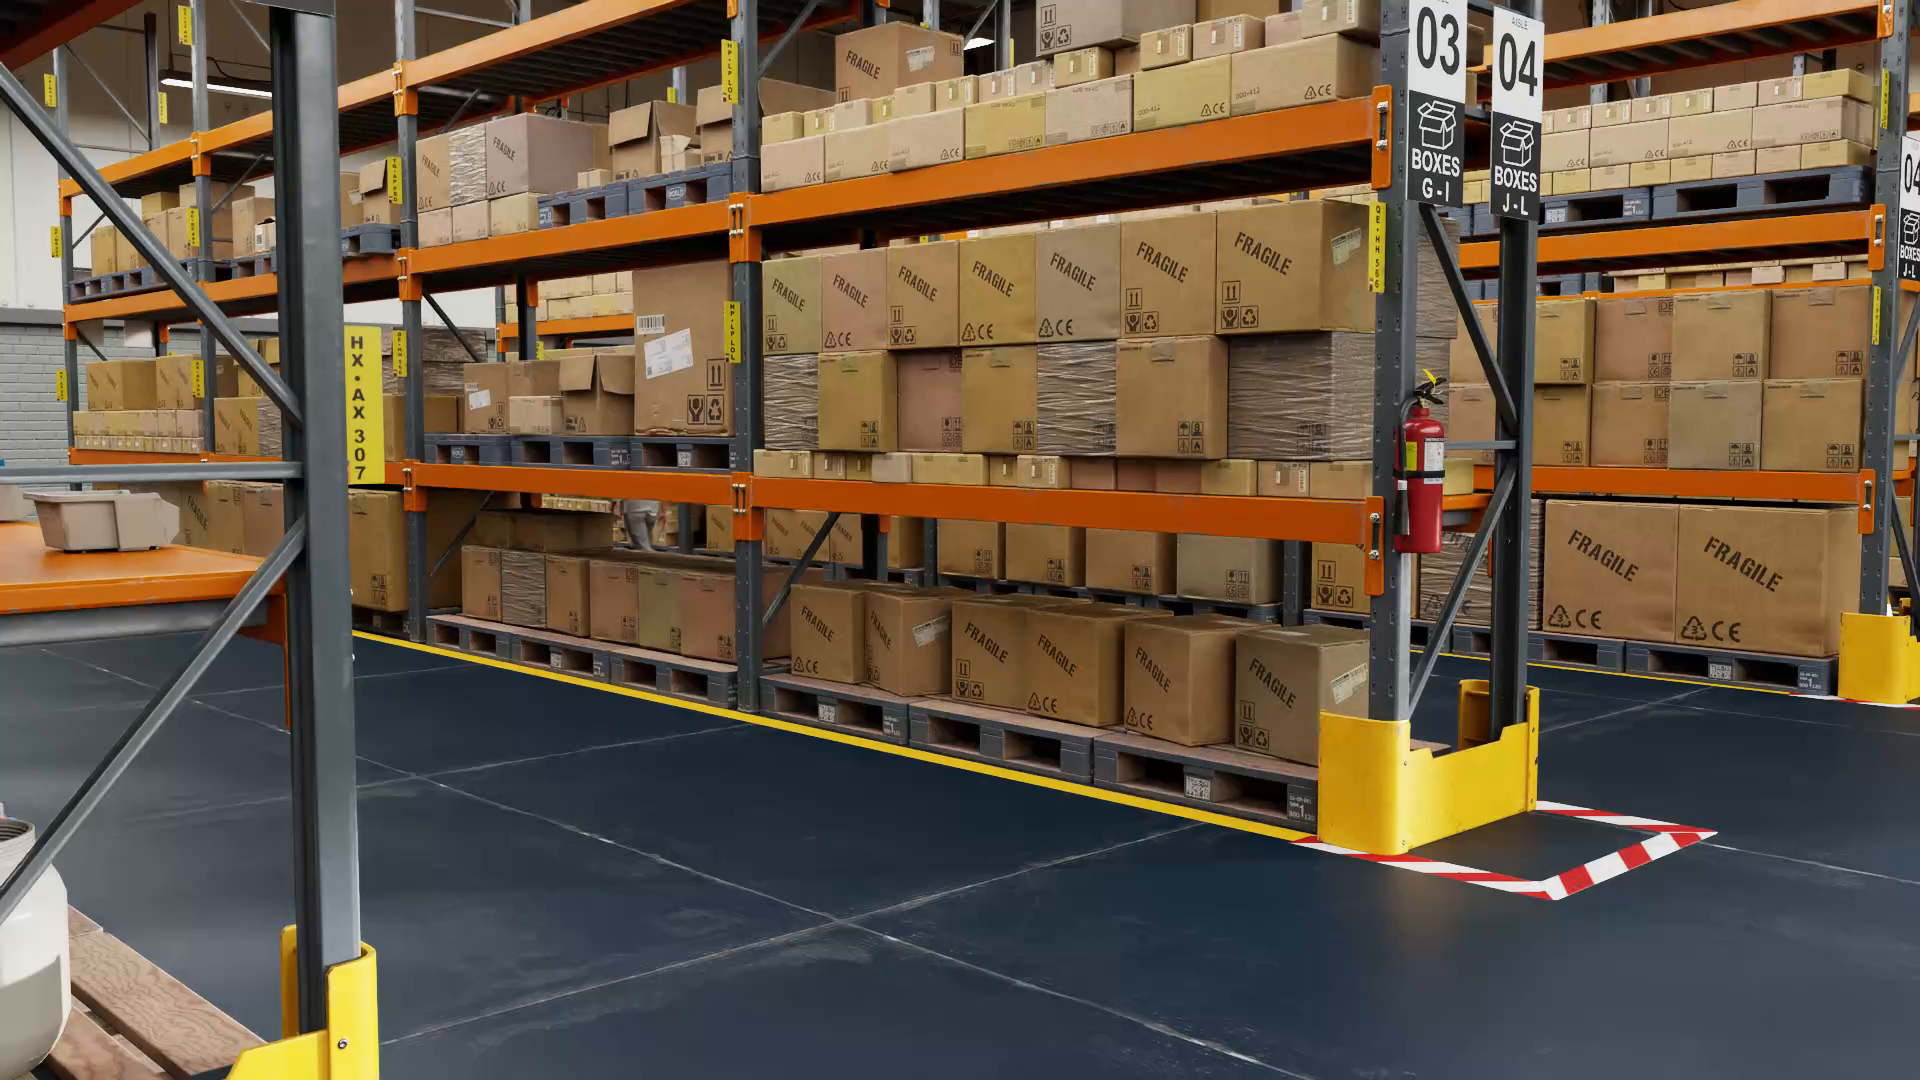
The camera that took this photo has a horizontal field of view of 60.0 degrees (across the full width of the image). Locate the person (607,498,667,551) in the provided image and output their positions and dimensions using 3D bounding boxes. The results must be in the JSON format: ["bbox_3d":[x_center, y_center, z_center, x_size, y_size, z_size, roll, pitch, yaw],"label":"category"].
[{"bbox_3d":[-2.756,-0.270,14.295,0.754,1.478,0.401,3,5,40],"label":"person"}]
